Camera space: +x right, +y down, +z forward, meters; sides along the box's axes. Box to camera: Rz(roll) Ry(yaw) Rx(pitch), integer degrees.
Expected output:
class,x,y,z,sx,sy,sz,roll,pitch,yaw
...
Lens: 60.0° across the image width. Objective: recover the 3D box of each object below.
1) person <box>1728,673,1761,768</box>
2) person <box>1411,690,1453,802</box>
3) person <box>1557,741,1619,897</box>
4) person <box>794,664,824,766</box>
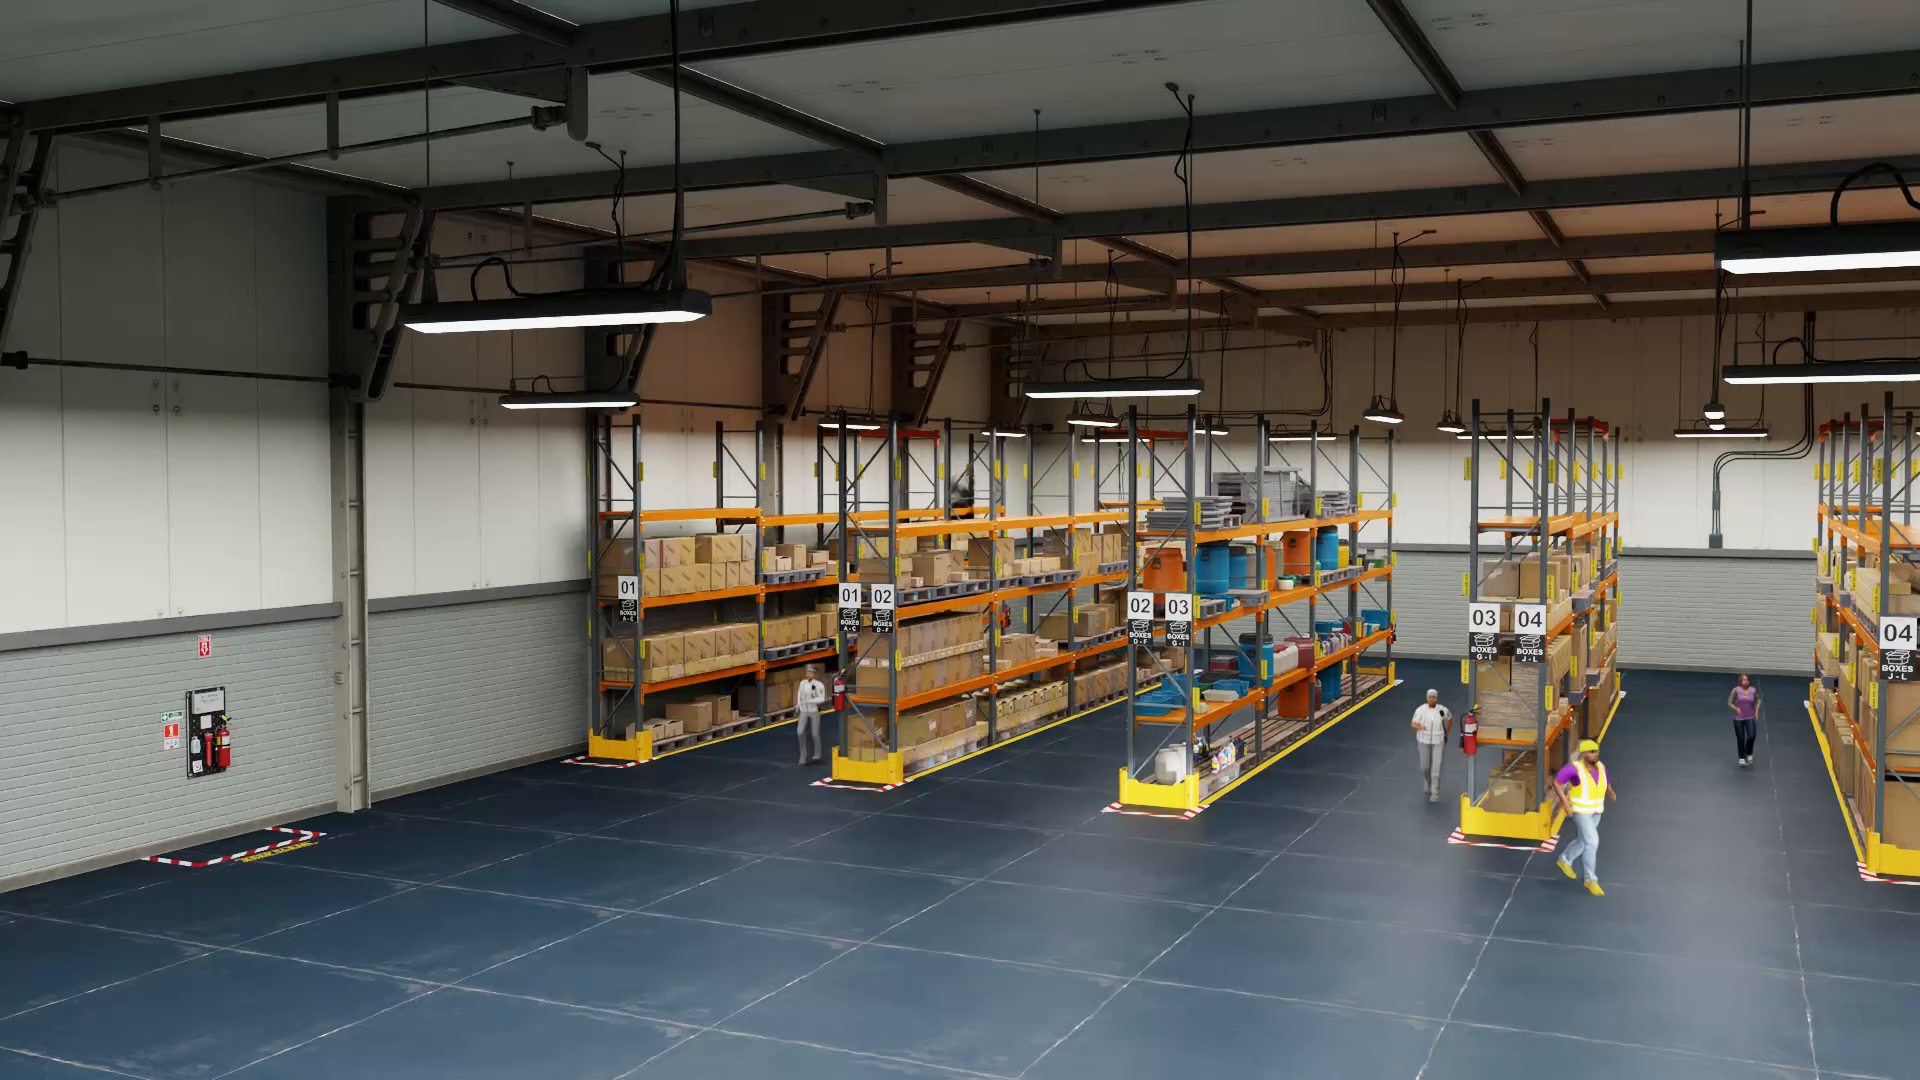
class,x,y,z,sx,sy,sz,roll,pitch,yaw
person,13.278,3.163,28.144,0.534,1.380,0.652,1,2,19
person,7.174,3.101,25.299,0.617,1.635,0.876,1,2,16
person,7.539,3.287,19.970,0.693,1.789,0.871,-1,3,-24
person,-2.581,2.989,28.480,0.584,1.751,0.731,1,2,15
